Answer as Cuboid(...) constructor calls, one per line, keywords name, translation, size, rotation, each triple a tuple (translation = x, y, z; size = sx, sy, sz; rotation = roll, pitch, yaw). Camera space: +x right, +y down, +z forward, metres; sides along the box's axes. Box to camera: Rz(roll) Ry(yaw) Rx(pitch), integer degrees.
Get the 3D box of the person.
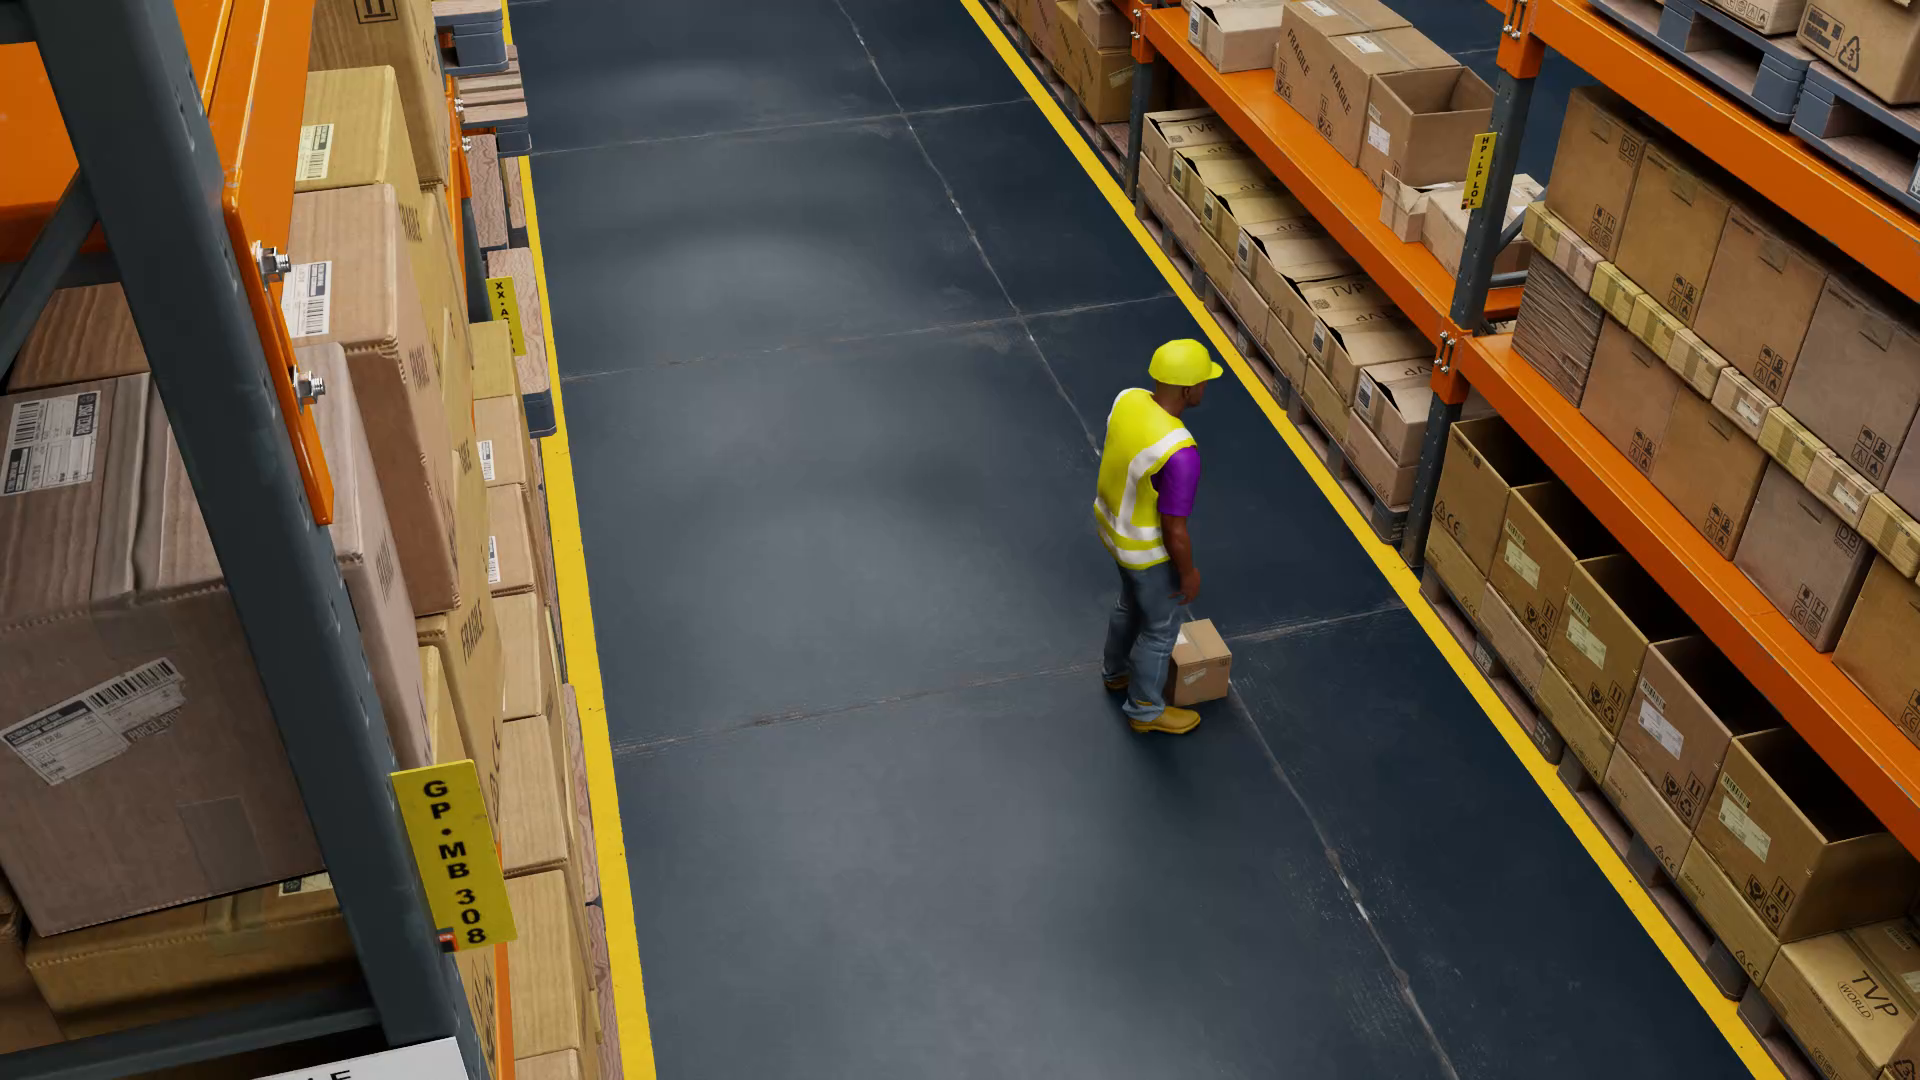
Cuboid(name="person", translation=(0.786, -0.023, 6.729), size=(0.455, 1.761, 0.635), rotation=(-11, 39, -14))
